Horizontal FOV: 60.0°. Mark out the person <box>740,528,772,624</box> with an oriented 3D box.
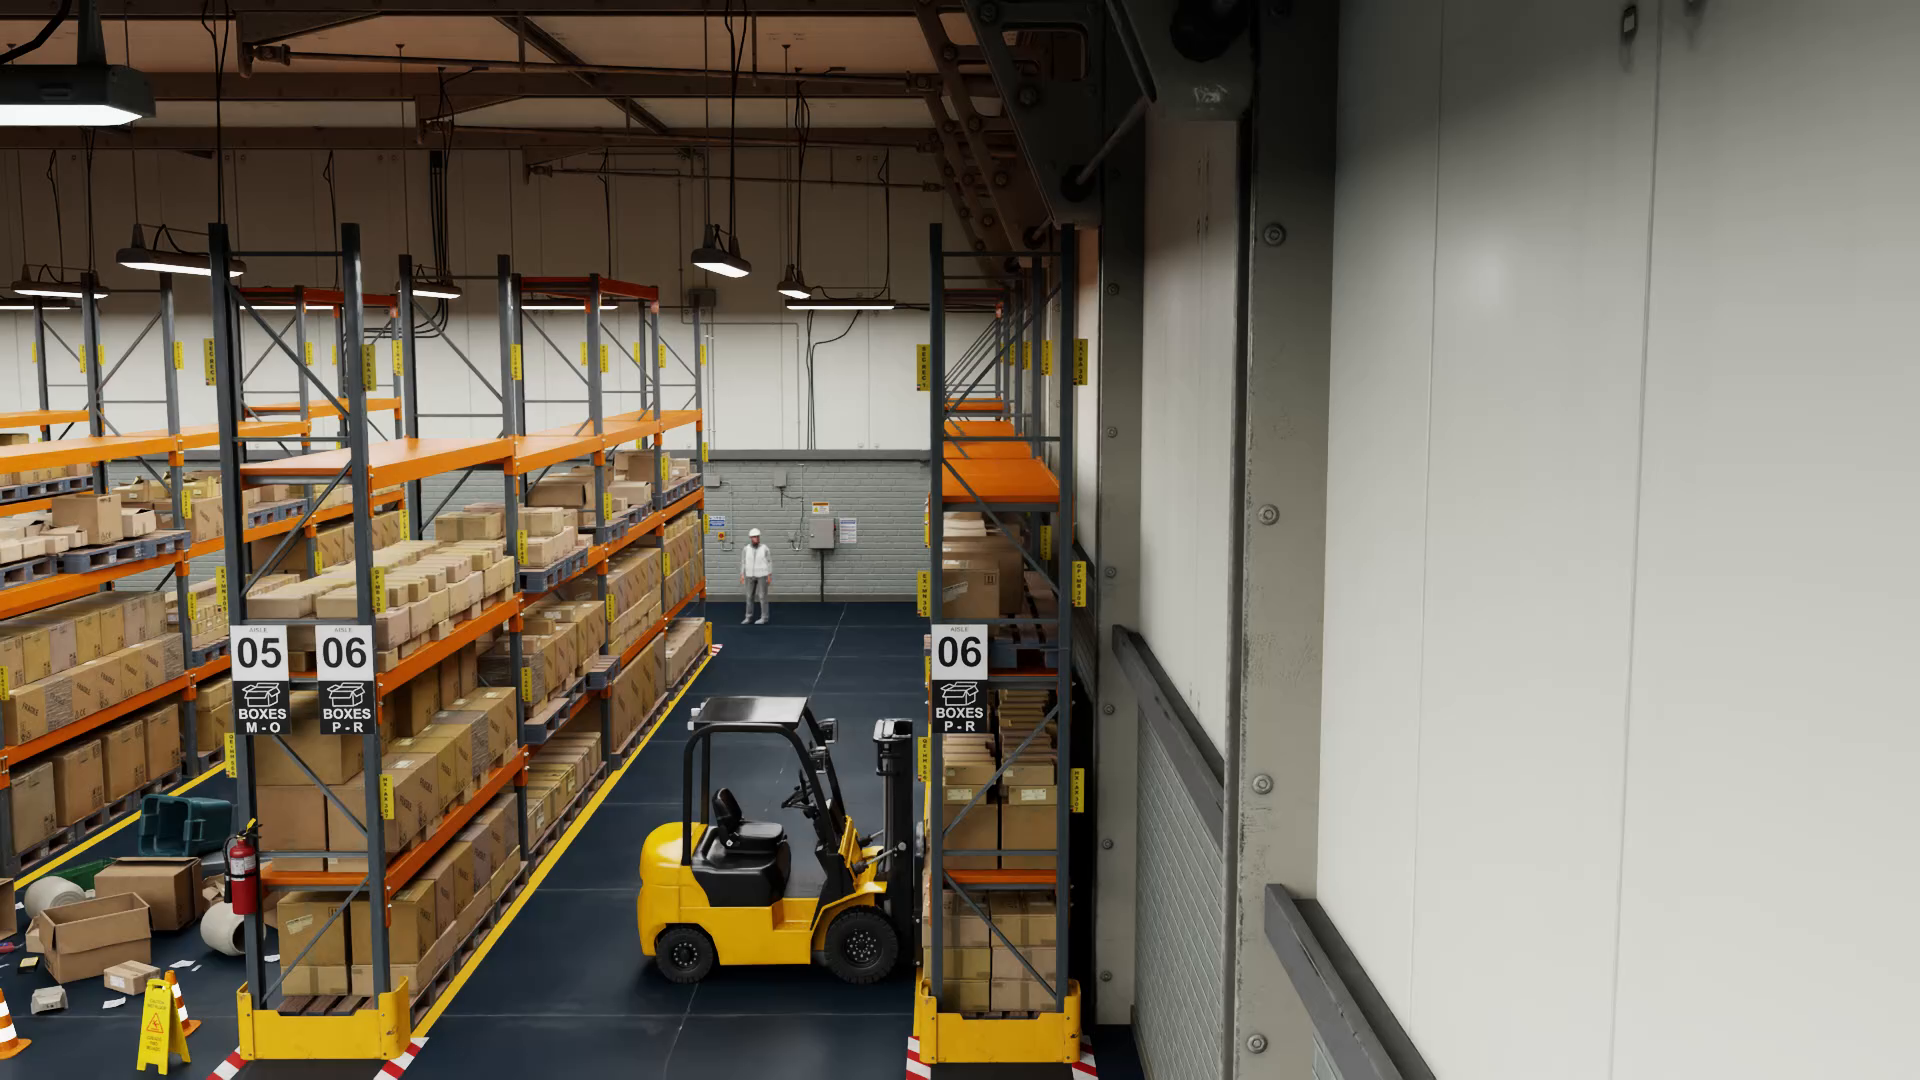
[{"bbox_3d":[-3.796,0.676,30.969,0.562,1.786,0.402,2,7,18],"label":"person"}]
